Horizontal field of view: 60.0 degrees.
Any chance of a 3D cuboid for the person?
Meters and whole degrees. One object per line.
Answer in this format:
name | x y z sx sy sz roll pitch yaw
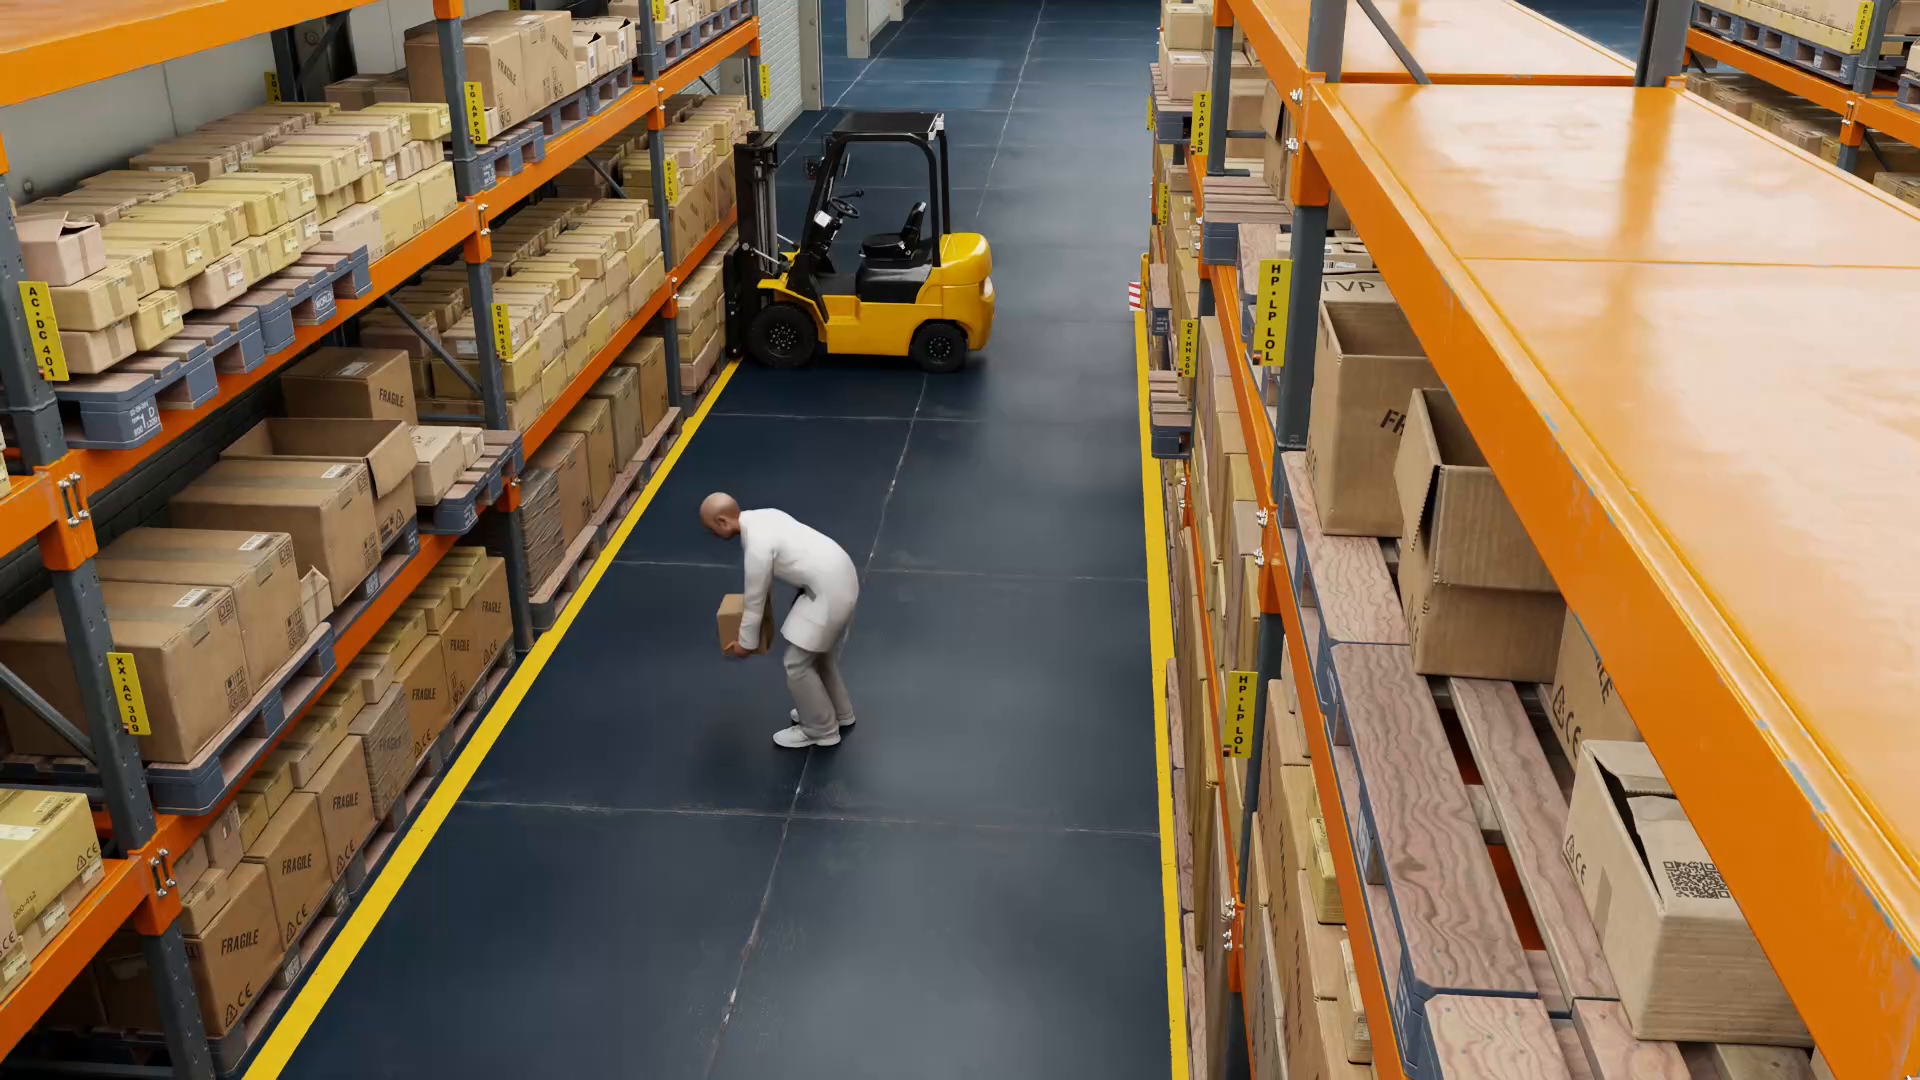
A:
person | -0.964 0.424 9.084 0.834 1.448 0.550 1 24 3
